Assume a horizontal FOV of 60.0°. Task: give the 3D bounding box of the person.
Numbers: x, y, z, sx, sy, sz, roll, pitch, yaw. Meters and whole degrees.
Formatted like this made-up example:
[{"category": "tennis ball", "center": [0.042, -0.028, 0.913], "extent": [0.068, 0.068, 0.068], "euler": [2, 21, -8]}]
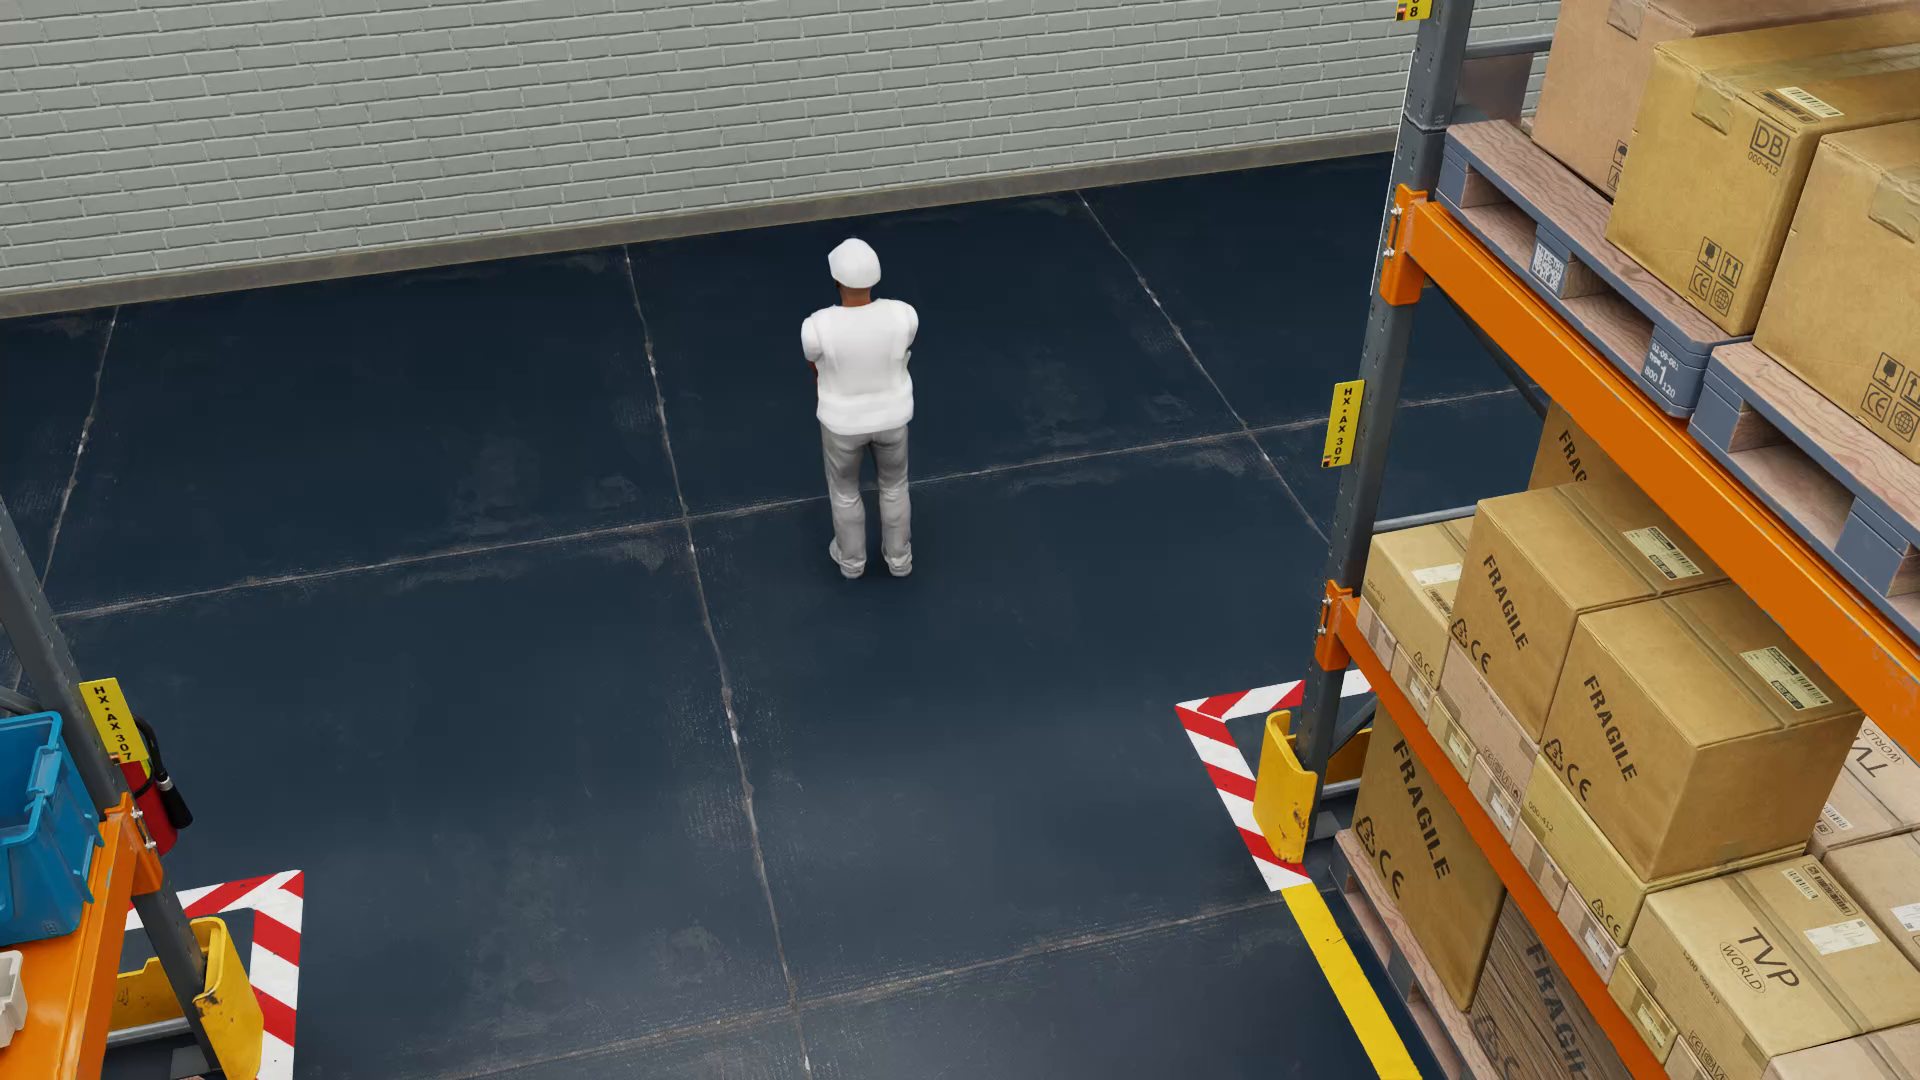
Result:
[{"category": "person", "center": [-0.460, -0.615, 7.486], "extent": [0.504, 1.762, 0.575], "euler": [-9, 39, -11]}]
